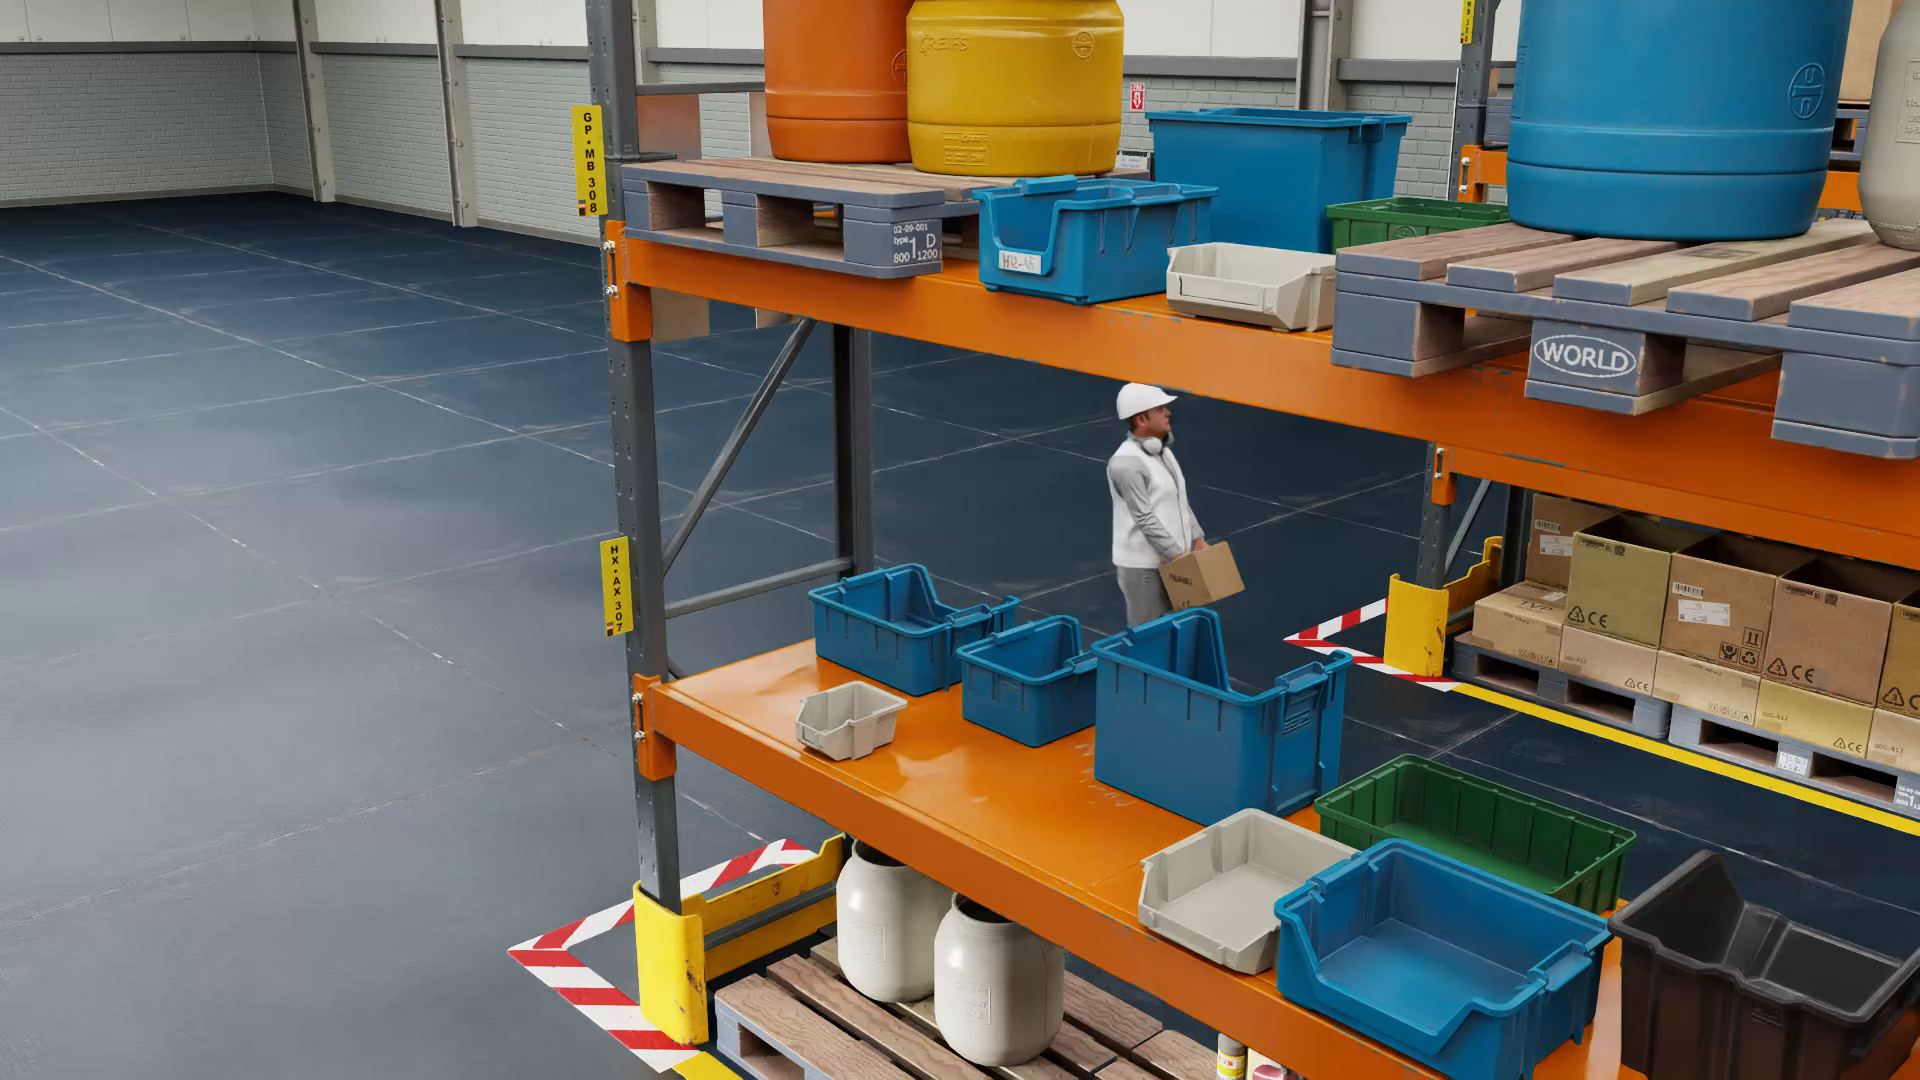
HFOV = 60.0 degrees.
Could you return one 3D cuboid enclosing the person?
[{"bbox_3d":[0.972,0.116,8.118,0.508,1.773,0.550,8,19,25],"label":"person"}]
